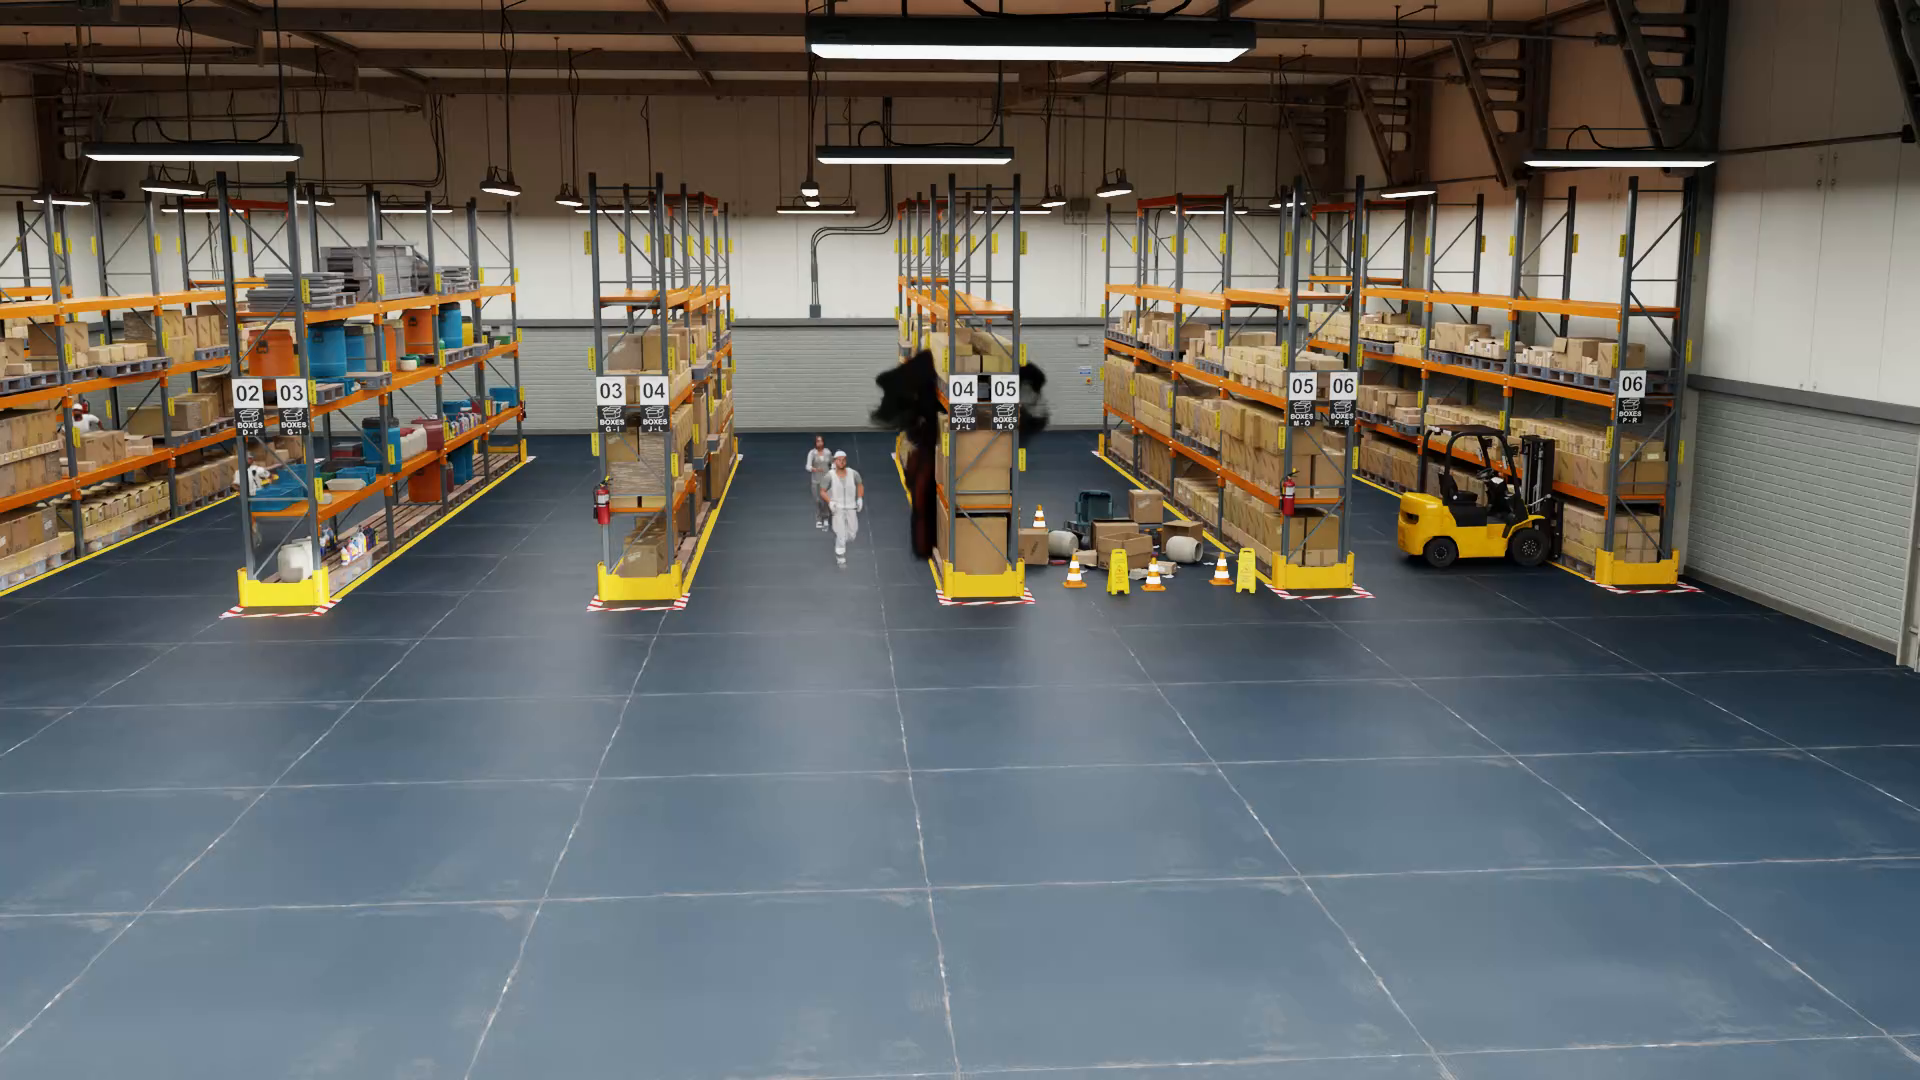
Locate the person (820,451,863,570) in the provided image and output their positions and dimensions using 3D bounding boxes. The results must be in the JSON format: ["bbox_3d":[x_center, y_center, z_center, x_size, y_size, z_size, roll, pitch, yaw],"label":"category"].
[{"bbox_3d":[-1.738,-0.450,24.568,0.670,1.762,0.677,-3,10,-16],"label":"person"}]

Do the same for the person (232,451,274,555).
[{"bbox_3d":[-11.707,-0.626,27.514,0.581,1.732,0.765,0,10,1],"label":"person"}]

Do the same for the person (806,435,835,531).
[{"bbox_3d":[-2.318,-0.951,27.862,0.511,1.615,0.633,-2,10,-9],"label":"person"}]

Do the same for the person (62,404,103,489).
[{"bbox_3d":[-18.408,-1.980,34.908,0.727,1.789,0.840,-3,10,-15],"label":"person"}]
